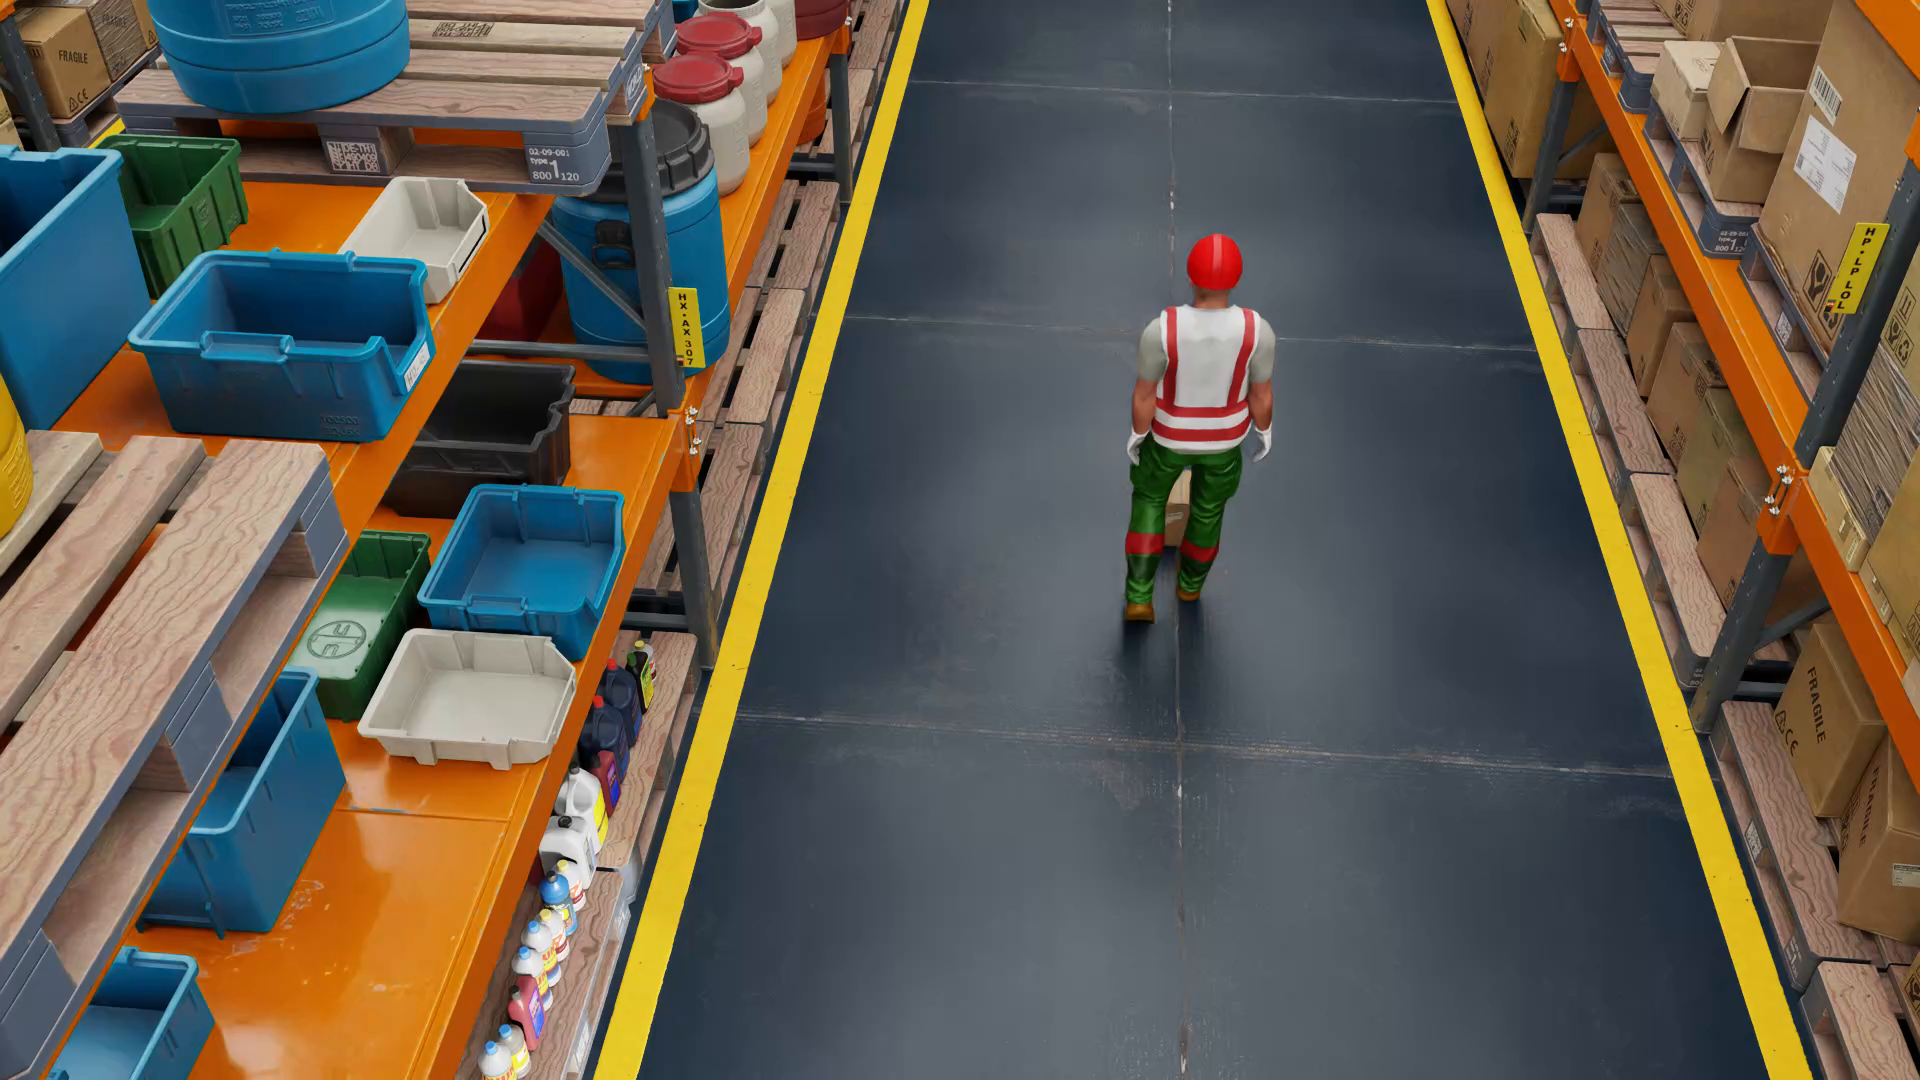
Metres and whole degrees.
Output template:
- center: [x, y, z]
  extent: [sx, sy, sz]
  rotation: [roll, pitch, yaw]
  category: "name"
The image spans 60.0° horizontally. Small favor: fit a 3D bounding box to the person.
- center: [0.959, -0.426, 6.650]
  extent: [0.577, 1.805, 0.563]
  rotation: [3, 40, 4]
  category: "person"
